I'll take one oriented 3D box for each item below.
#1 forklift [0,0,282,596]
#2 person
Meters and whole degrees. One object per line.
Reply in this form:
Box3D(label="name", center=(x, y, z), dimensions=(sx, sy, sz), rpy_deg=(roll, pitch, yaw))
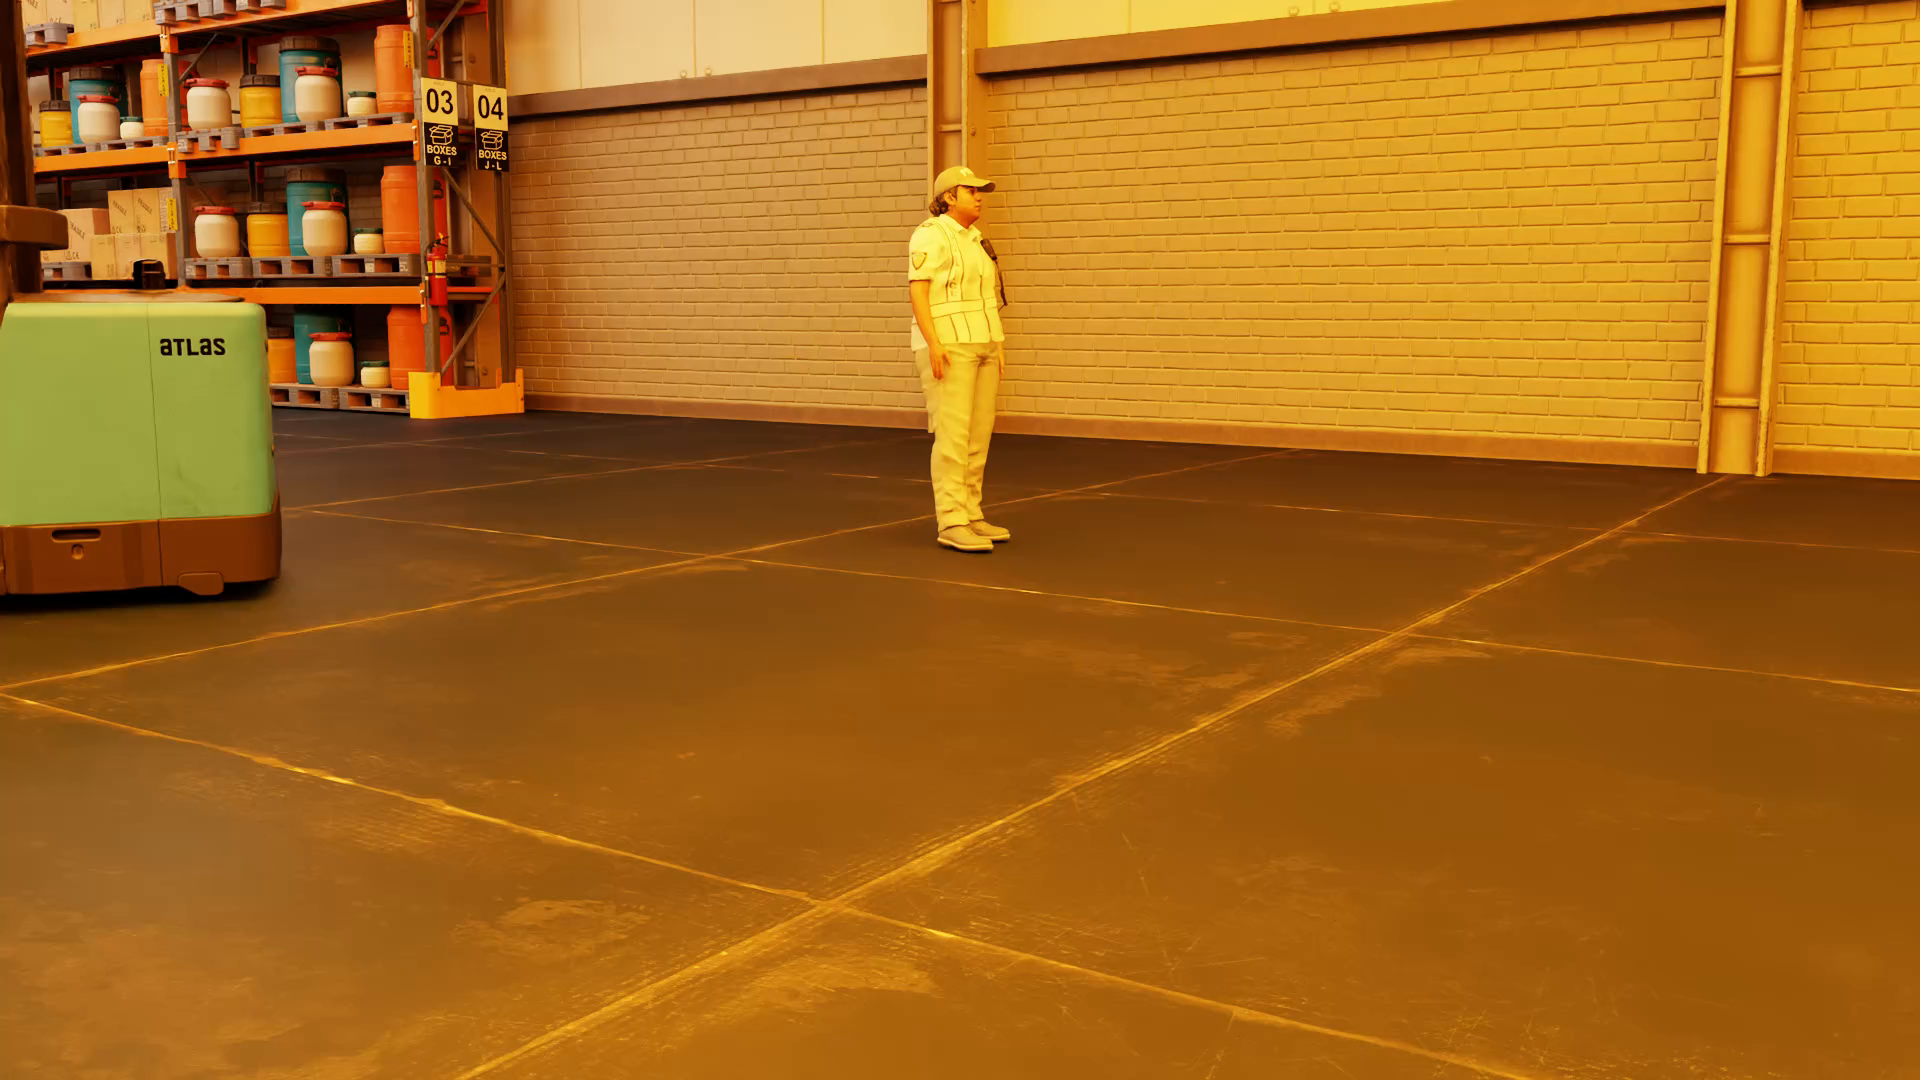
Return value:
Box3D(label="forklift", center=(-4.090, -1.226, 5.811), dimensions=(3.031, 2.935, 1.130), rpy_deg=(-3, 9, -21))
Box3D(label="person", center=(0.051, -0.825, 7.424), dimensions=(0.529, 1.670, 0.598), rpy_deg=(5, 10, 34))
